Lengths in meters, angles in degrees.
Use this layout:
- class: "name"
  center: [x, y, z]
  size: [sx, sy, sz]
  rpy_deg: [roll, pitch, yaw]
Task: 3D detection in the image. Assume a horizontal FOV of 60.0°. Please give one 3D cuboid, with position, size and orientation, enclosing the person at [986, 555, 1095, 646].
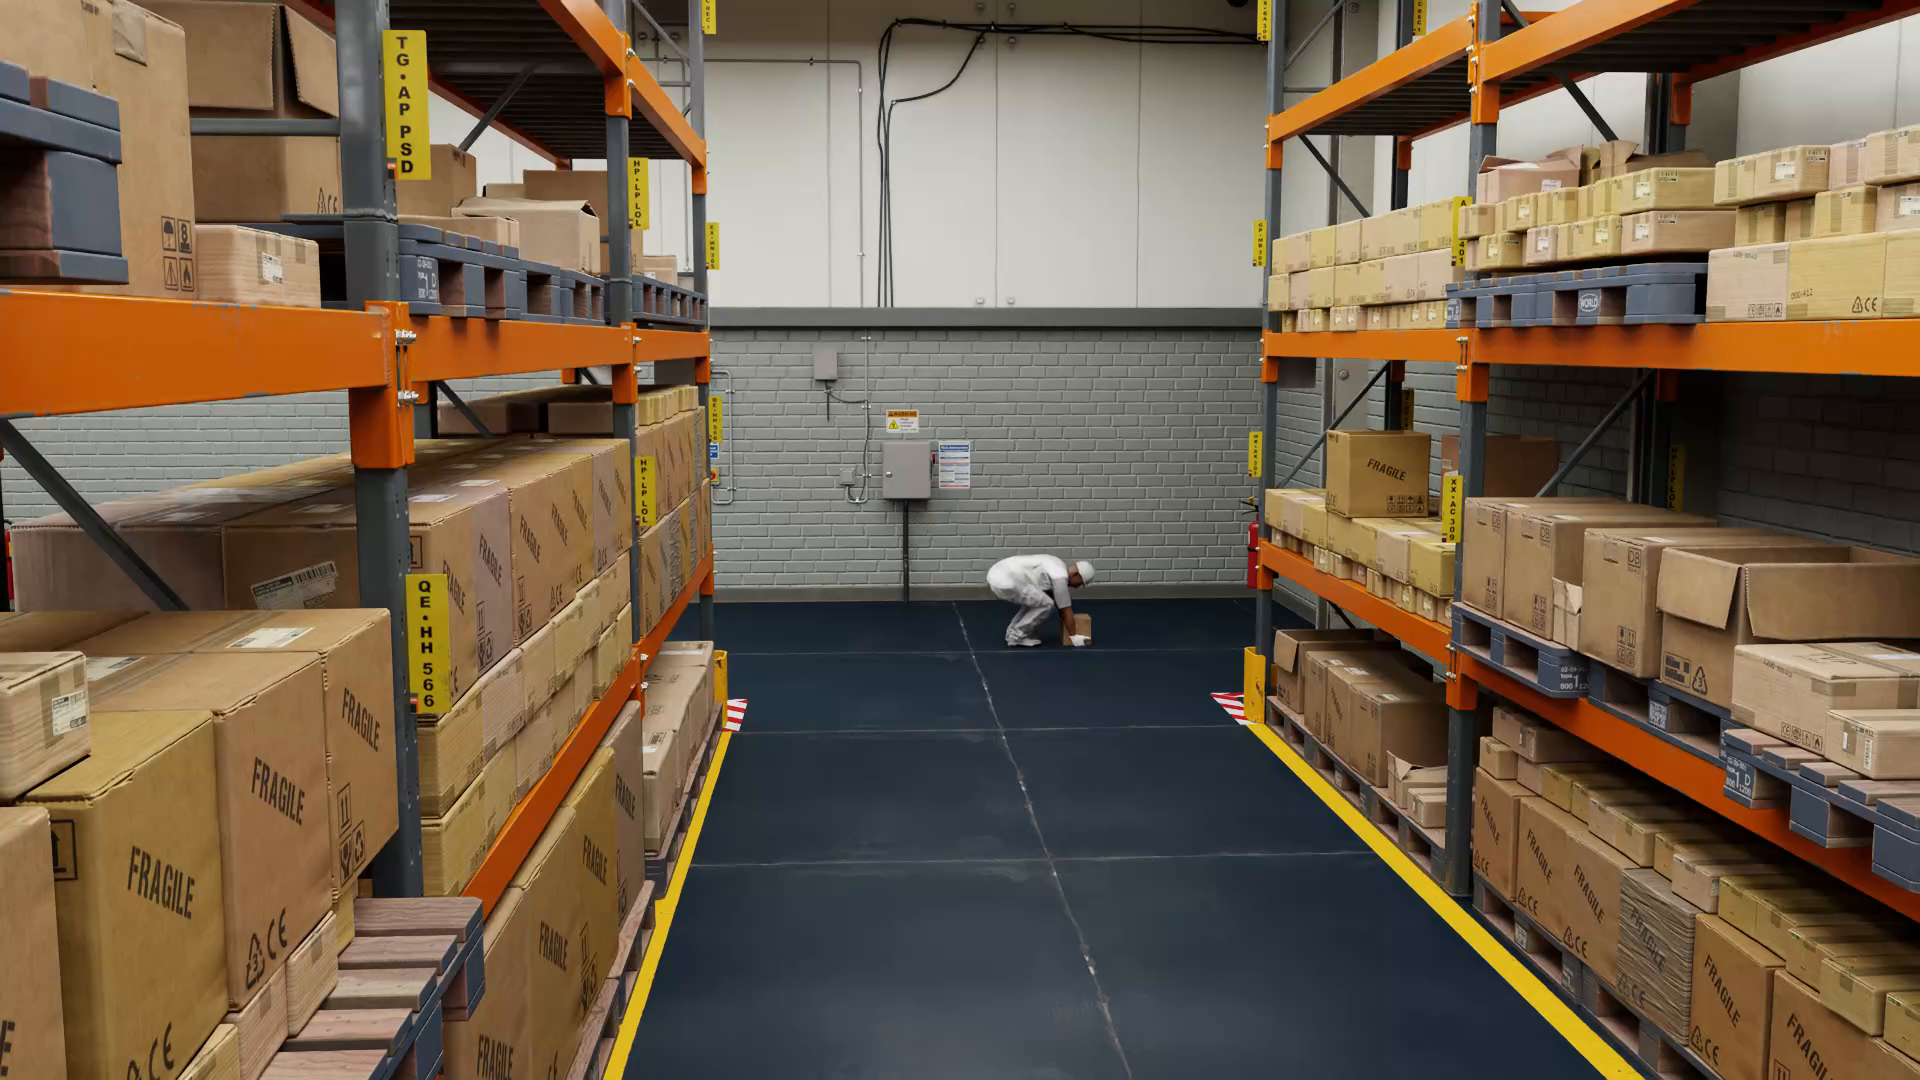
- class: "person"
  center: [0.738, 0.552, 15.204]
  size: [0.991, 0.837, 0.544]
  rpy_deg: [-1, 7, -5]
